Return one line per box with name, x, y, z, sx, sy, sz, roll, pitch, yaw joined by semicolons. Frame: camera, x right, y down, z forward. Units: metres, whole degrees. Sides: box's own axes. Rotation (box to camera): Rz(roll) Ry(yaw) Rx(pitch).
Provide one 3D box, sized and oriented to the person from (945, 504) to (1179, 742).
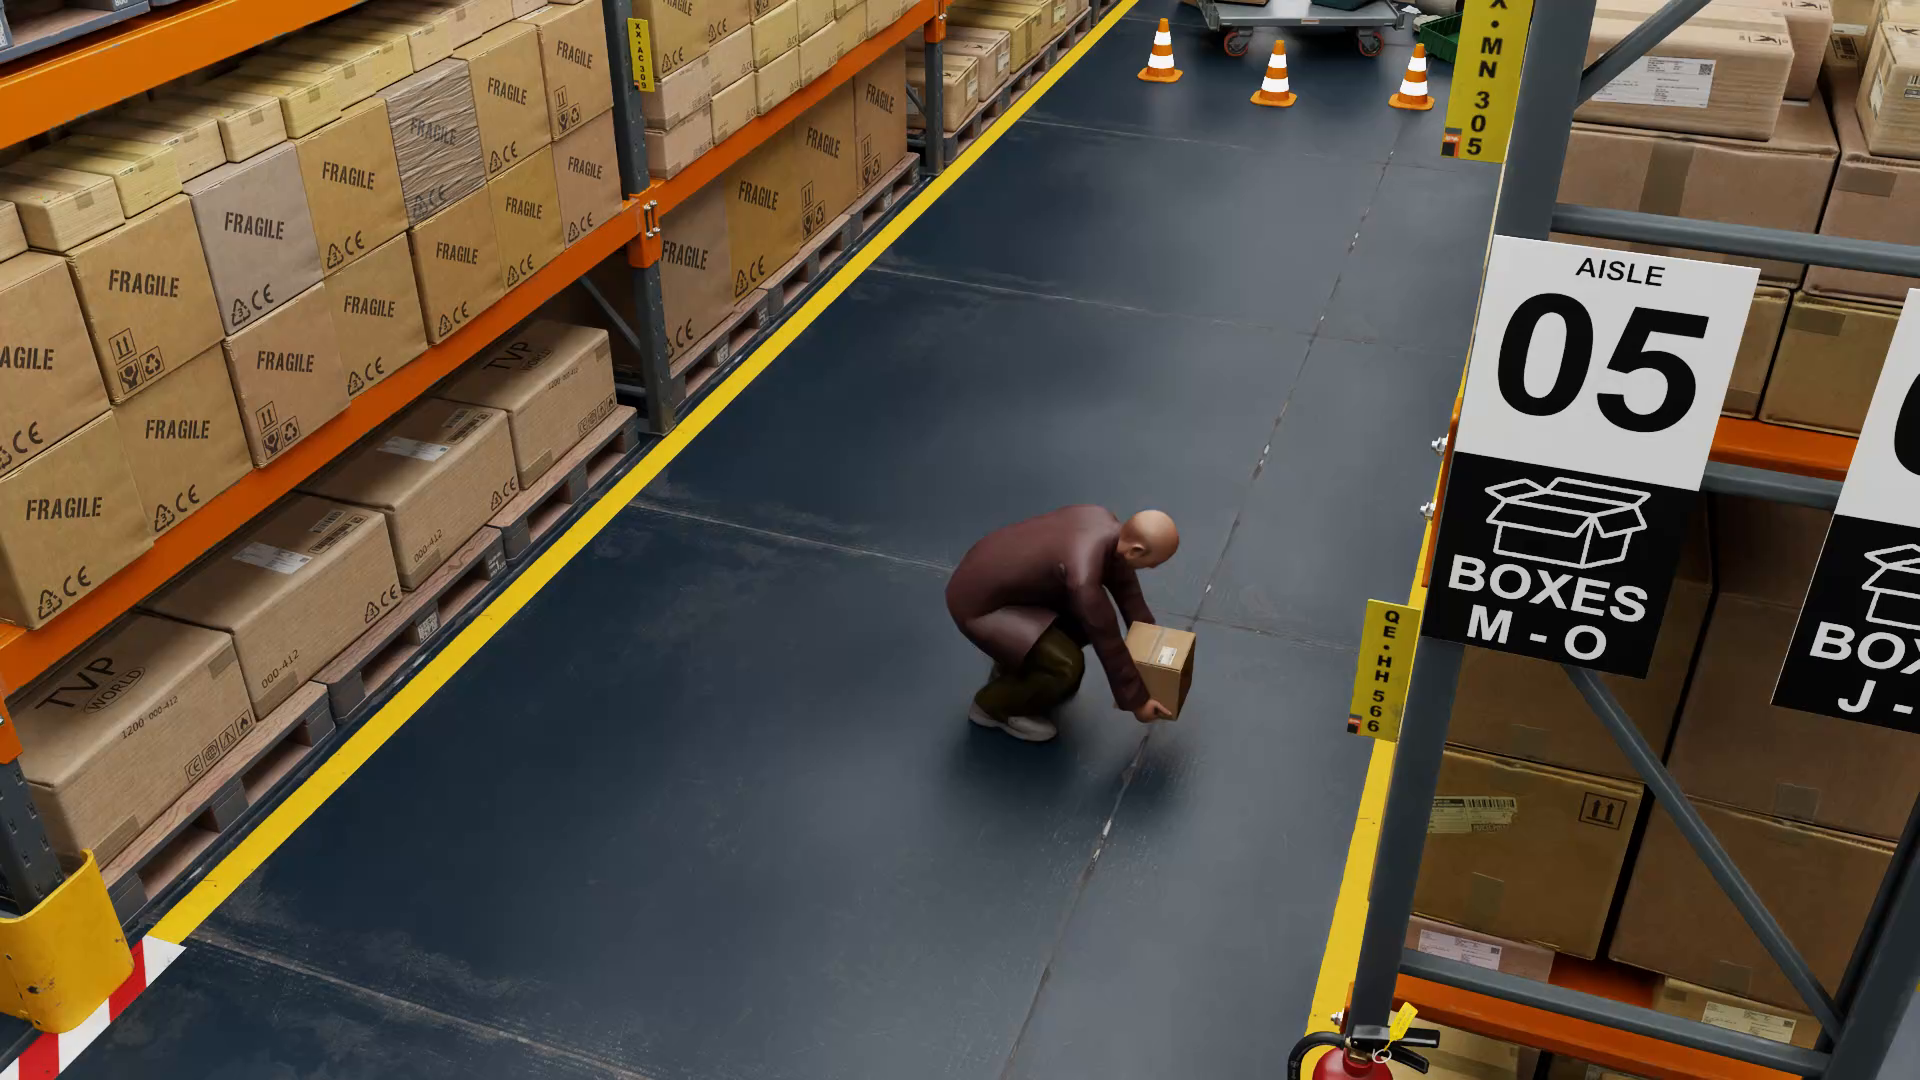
person;0.409;0.290;6.424;0.948;1.000;0.581;10;34;15
